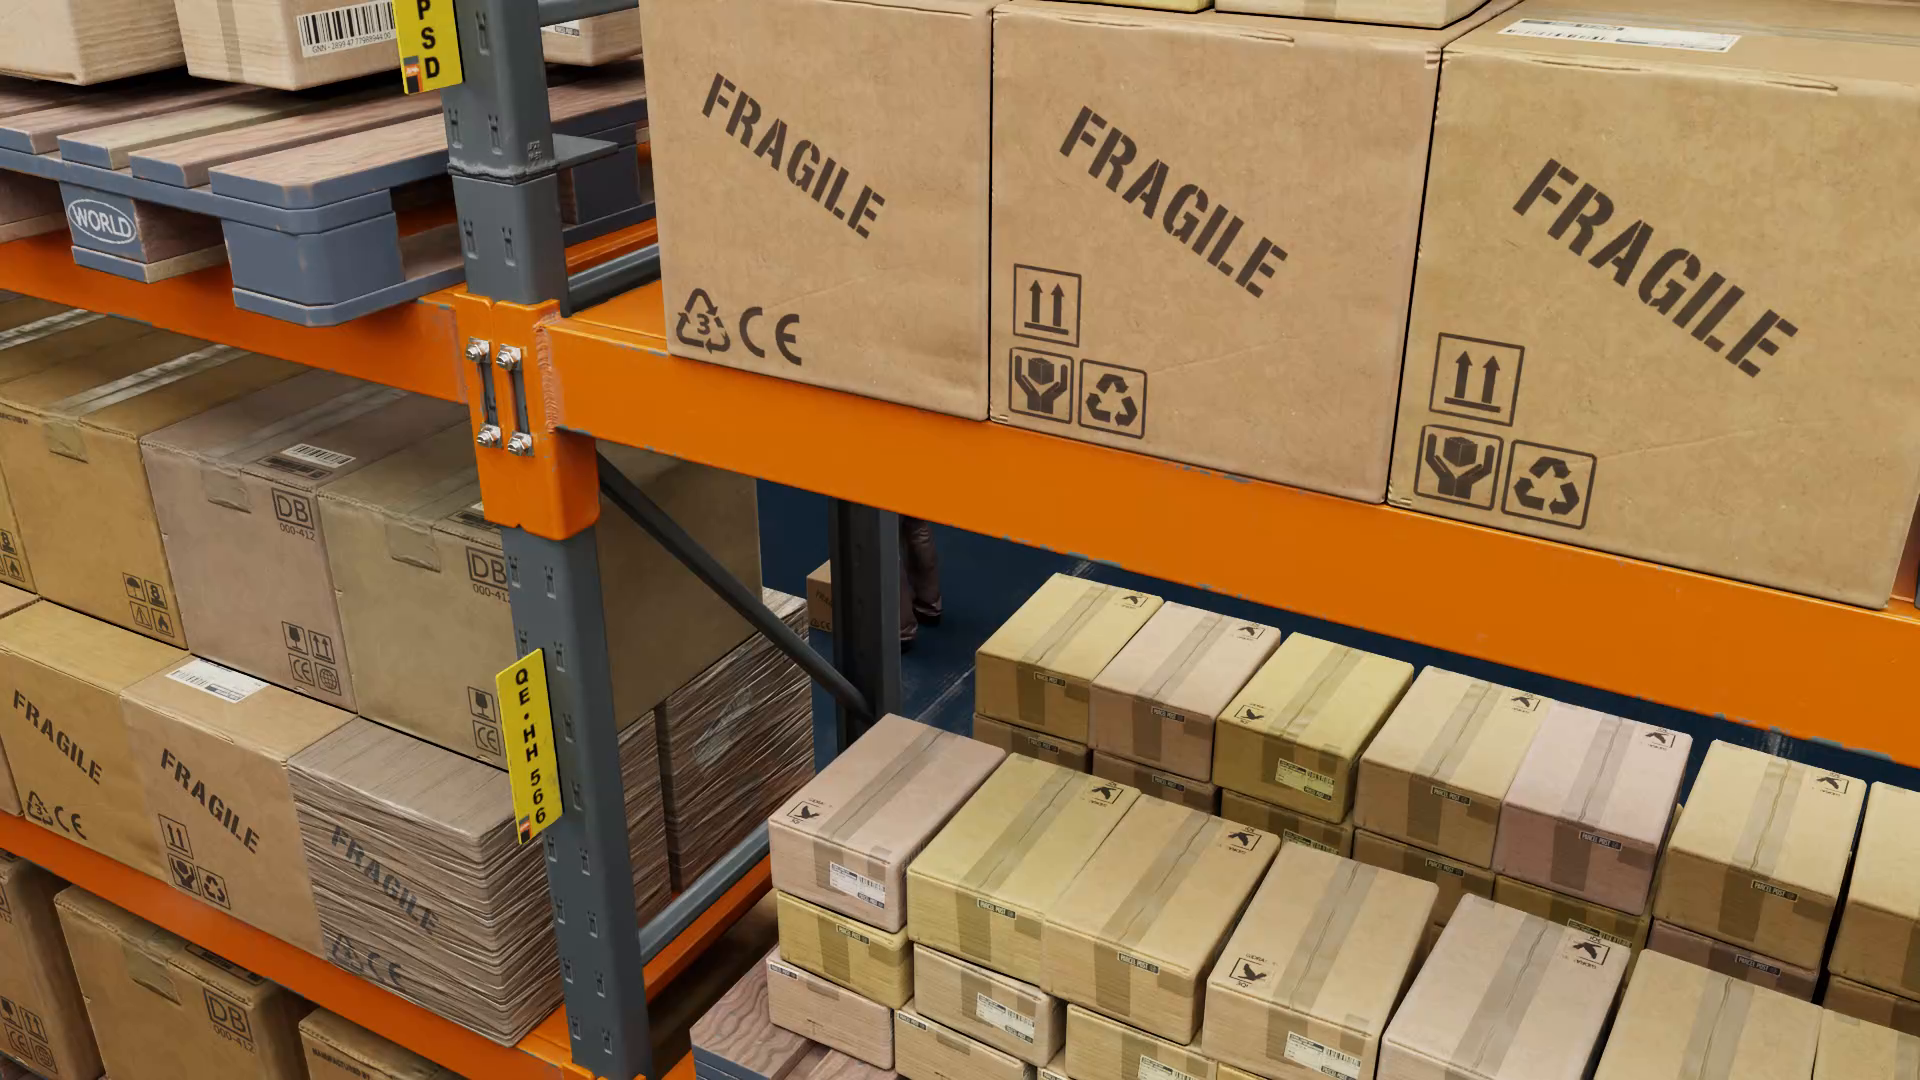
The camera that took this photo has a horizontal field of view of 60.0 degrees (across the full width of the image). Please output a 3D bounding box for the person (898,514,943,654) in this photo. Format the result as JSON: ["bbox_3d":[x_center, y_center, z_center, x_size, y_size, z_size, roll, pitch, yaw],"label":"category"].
[{"bbox_3d":[-0.250,-0.350,6.848,0.422,1.720,0.589,12,29,23],"label":"person"}]
